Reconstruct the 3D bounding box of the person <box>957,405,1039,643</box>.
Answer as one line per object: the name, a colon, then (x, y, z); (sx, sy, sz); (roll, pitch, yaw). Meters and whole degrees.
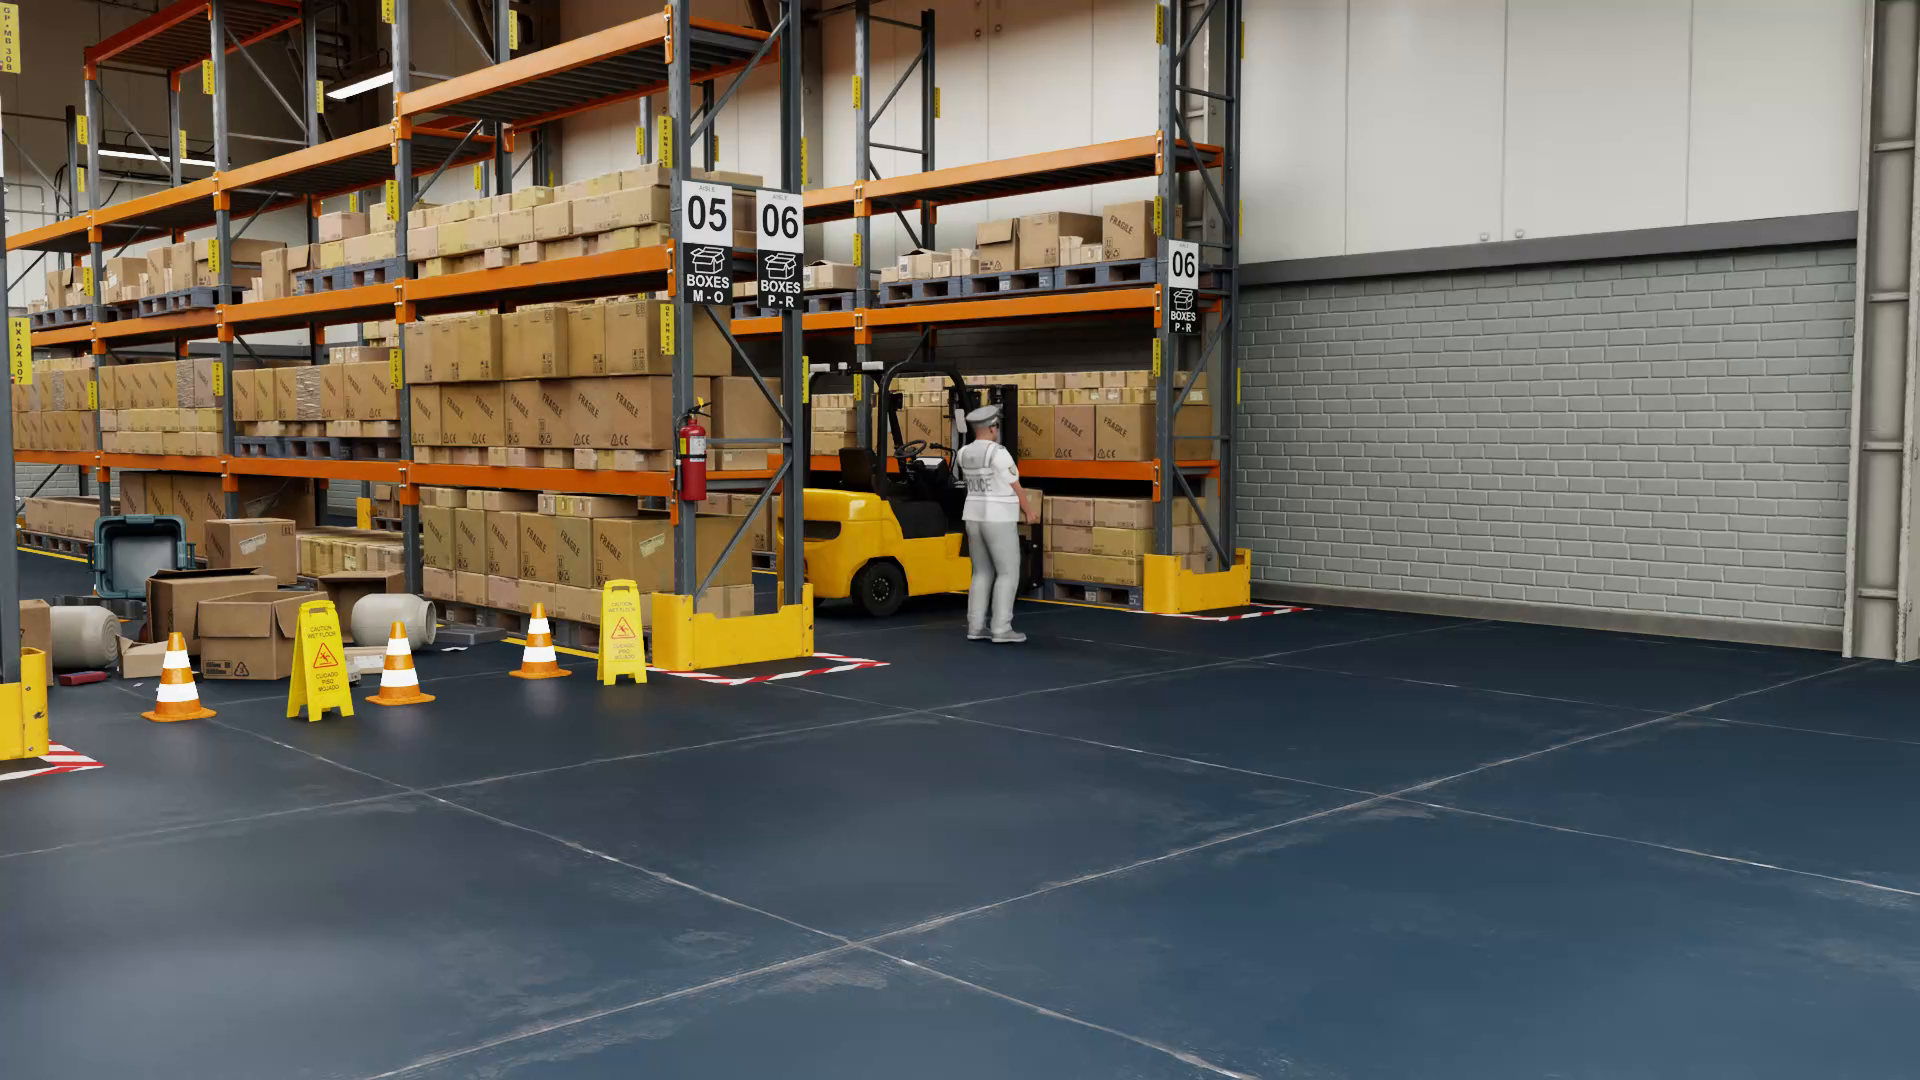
person: (0.291, -0.127, 12.483); (0.560, 1.766, 0.495); (-4, 5, -43)
